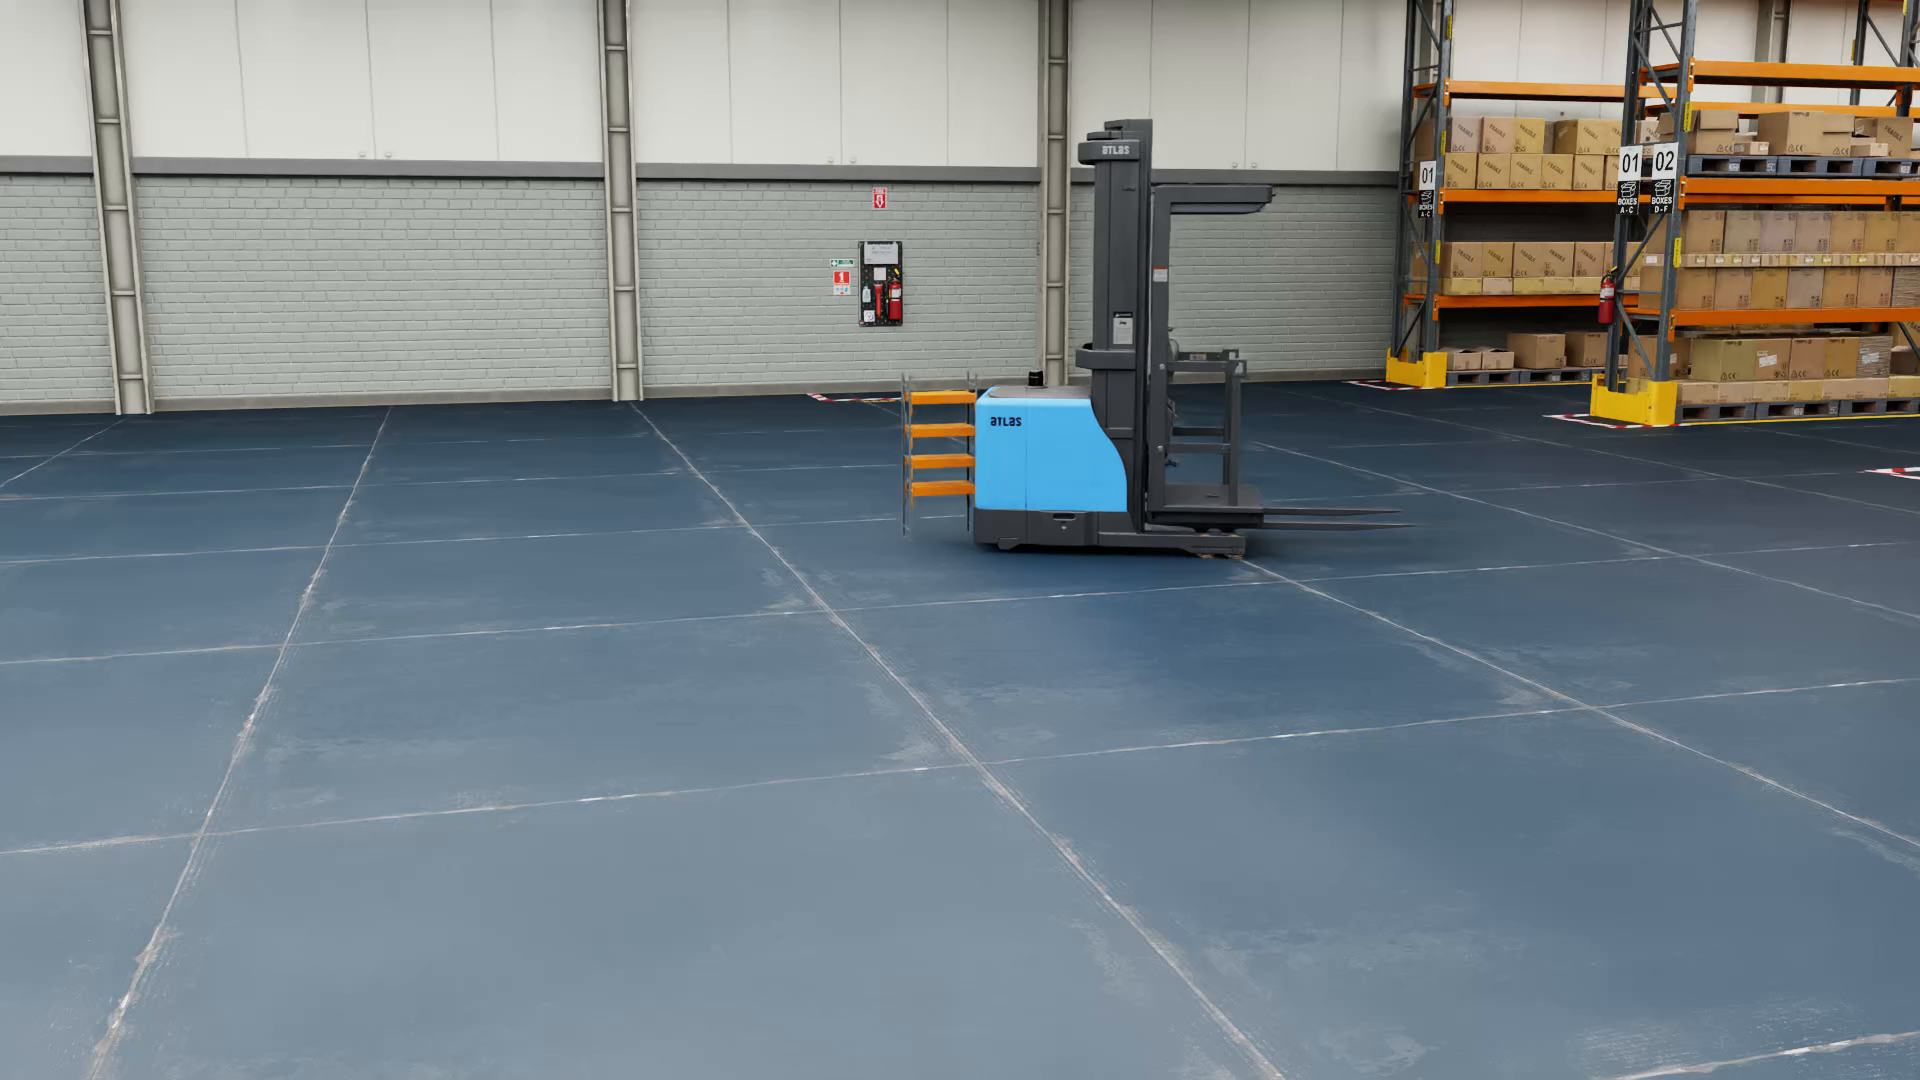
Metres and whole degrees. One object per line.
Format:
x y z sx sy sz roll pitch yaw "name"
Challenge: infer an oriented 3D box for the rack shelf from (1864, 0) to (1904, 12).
16.247 -8.511 26.231 4.000 0.370 1.077 -3 11 -16 "rack shelf"

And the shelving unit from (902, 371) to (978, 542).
-0.147 -0.606 12.024 0.503 1.200 0.258 -3 11 -15 "shelving unit"

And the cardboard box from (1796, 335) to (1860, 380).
10.528 -2.228 20.226 0.500 0.500 0.500 -3 11 -16 "cardboard box"

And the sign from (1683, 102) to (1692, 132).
8.183 -4.760 18.701 0.005 0.325 0.100 -3 11 -16 "sign"

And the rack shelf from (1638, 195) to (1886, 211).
12.407 -5.199 25.704 4.000 0.370 1.077 -3 11 -16 "rack shelf"

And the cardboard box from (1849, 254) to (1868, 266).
10.696 -3.381 20.061 0.250 0.149 0.380 -3 11 -16 "cardboard box"

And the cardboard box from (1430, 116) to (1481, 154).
7.084 -5.777 23.765 0.500 0.500 0.500 -4 11 -20 "cardboard box"

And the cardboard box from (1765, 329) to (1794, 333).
12.654 -3.084 26.204 0.500 0.500 0.700 -3 11 -16 "cardboard box"

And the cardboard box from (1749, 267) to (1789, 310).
9.467 -3.035 19.971 0.500 0.500 0.700 -3 11 -16 "cardboard box"

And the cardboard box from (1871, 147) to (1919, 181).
14.768 -5.953 26.325 0.500 0.500 0.700 -4 11 -20 "cardboard box"

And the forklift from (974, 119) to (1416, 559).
1.648 -1.413 11.628 3.031 2.935 1.130 1 10 6 "forklift"

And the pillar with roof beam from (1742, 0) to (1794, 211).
14.040 -6.465 22.311 0.400 9.000 9.100 -3 11 -16 "pillar with roof beam"

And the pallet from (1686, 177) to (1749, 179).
11.109 -5.372 25.175 1.003 0.211 1.213 -3 11 -16 "pallet"

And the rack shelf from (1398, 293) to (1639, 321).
8.566 -3.521 24.876 4.000 0.370 1.077 -3 11 -16 "rack shelf"

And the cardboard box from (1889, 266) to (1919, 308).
11.450 -3.141 20.547 0.500 0.500 0.700 -3 11 -17 "cardboard box"

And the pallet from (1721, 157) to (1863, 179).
9.894 -4.438 19.830 1.213 0.211 1.003 -3 11 -16 "pallet"

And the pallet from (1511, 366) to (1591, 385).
8.678 -2.502 25.056 1.213 0.211 1.003 -3 11 -16 "pallet"

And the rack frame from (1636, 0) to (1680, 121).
10.486 -6.927 24.817 0.127 3.000 1.000 -3 11 -16 "rack frame"

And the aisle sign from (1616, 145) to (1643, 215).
7.889 -4.239 19.608 0.004 0.787 0.394 -3 11 -16 "aisle sign"

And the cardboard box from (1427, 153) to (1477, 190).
7.037 -5.282 23.834 0.500 0.500 0.500 -3 11 -14 "cardboard box"

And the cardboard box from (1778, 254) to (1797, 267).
9.707 -3.329 19.777 0.250 0.149 0.380 -3 11 -17 "cardboard box"

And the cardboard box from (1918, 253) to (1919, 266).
11.673 -3.432 20.339 0.250 0.149 0.380 -3 11 -16 "cardboard box"

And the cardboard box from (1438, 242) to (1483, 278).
7.188 -4.051 24.052 0.500 0.500 0.500 -3 11 -16 "cardboard box"

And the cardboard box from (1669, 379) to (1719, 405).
8.611 -1.756 19.733 0.500 0.250 0.500 -3 11 -16 "cardboard box"

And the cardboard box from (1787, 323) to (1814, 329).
13.086 -3.471 26.234 0.500 0.250 0.500 -3 11 -15 "cardboard box"

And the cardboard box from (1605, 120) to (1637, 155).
9.555 -5.900 24.432 0.500 0.500 0.500 -2 11 -13 "cardboard box"

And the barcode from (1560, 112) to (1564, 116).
9.032 -6.390 24.941 0.075 0.075 0.001 -3 11 -16 "barcode"

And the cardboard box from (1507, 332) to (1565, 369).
8.601 -2.838 24.864 0.500 0.500 0.700 -4 11 -20 "cardboard box"

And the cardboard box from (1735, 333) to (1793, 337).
9.902 -2.293 20.581 0.500 0.500 0.500 -3 11 -16 "cardboard box"

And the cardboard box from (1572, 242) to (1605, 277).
9.155 -4.154 24.611 0.500 0.500 0.500 -3 11 -18 "cardboard box"

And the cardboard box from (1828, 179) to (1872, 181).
13.711 -5.537 25.742 0.500 0.311 0.500 -3 11 -16 "cardboard box"

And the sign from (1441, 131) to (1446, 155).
6.798 -5.585 23.398 0.005 0.325 0.100 -3 11 -16 "sign"

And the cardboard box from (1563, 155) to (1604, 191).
9.060 -5.384 24.391 0.500 0.500 0.500 -3 11 -18 "cardboard box"

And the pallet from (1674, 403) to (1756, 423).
8.757 -1.588 20.087 1.213 0.211 1.003 -3 11 -16 "pallet"

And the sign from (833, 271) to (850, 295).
-1.628 -3.545 22.920 0.234 0.329 0.001 -3 11 -16 "sign"

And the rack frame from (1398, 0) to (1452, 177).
6.646 -6.724 23.718 0.127 3.000 1.000 -3 11 -16 "rack frame"

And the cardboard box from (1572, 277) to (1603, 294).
9.157 -3.784 24.674 0.500 0.250 0.500 -3 11 -16 "cardboard box"

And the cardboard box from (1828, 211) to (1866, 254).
10.485 -3.728 20.152 0.500 0.500 0.700 -3 11 -16 "cardboard box"

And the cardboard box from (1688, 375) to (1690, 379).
8.943 -1.873 20.370 0.500 0.250 0.500 -3 11 -16 "cardboard box"

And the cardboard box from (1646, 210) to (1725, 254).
8.537 -3.624 19.589 0.500 0.500 0.700 -3 11 -16 "cardboard box"

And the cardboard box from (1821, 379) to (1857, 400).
10.532 -1.857 20.281 0.500 0.250 0.500 -3 11 -16 "cardboard box"

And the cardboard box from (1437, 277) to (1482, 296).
7.203 -3.679 24.107 0.500 0.250 0.500 -3 11 -18 "cardboard box"

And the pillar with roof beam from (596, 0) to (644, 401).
-3.242 -5.554 17.363 0.400 9.000 9.100 -3 11 -16 "pillar with roof beam"

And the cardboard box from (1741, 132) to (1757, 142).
9.600 -4.752 19.988 0.500 0.311 0.500 -2 11 -9 "cardboard box"

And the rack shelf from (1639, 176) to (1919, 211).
9.954 -4.136 19.928 4.000 0.370 1.077 -3 11 -16 "rack shelf"

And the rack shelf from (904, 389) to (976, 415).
-0.147 -0.992 11.952 0.480 0.148 0.258 -3 11 -15 "rack shelf"

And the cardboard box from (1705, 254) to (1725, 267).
8.724 -3.277 19.496 0.250 0.149 0.380 -3 11 -17 "cardboard box"

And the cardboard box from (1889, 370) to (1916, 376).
12.192 -2.041 21.282 0.500 0.250 0.500 -3 11 -16 "cardboard box"

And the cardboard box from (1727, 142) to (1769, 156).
9.213 -4.569 19.442 0.250 0.149 0.380 -3 11 -16 "cardboard box"
